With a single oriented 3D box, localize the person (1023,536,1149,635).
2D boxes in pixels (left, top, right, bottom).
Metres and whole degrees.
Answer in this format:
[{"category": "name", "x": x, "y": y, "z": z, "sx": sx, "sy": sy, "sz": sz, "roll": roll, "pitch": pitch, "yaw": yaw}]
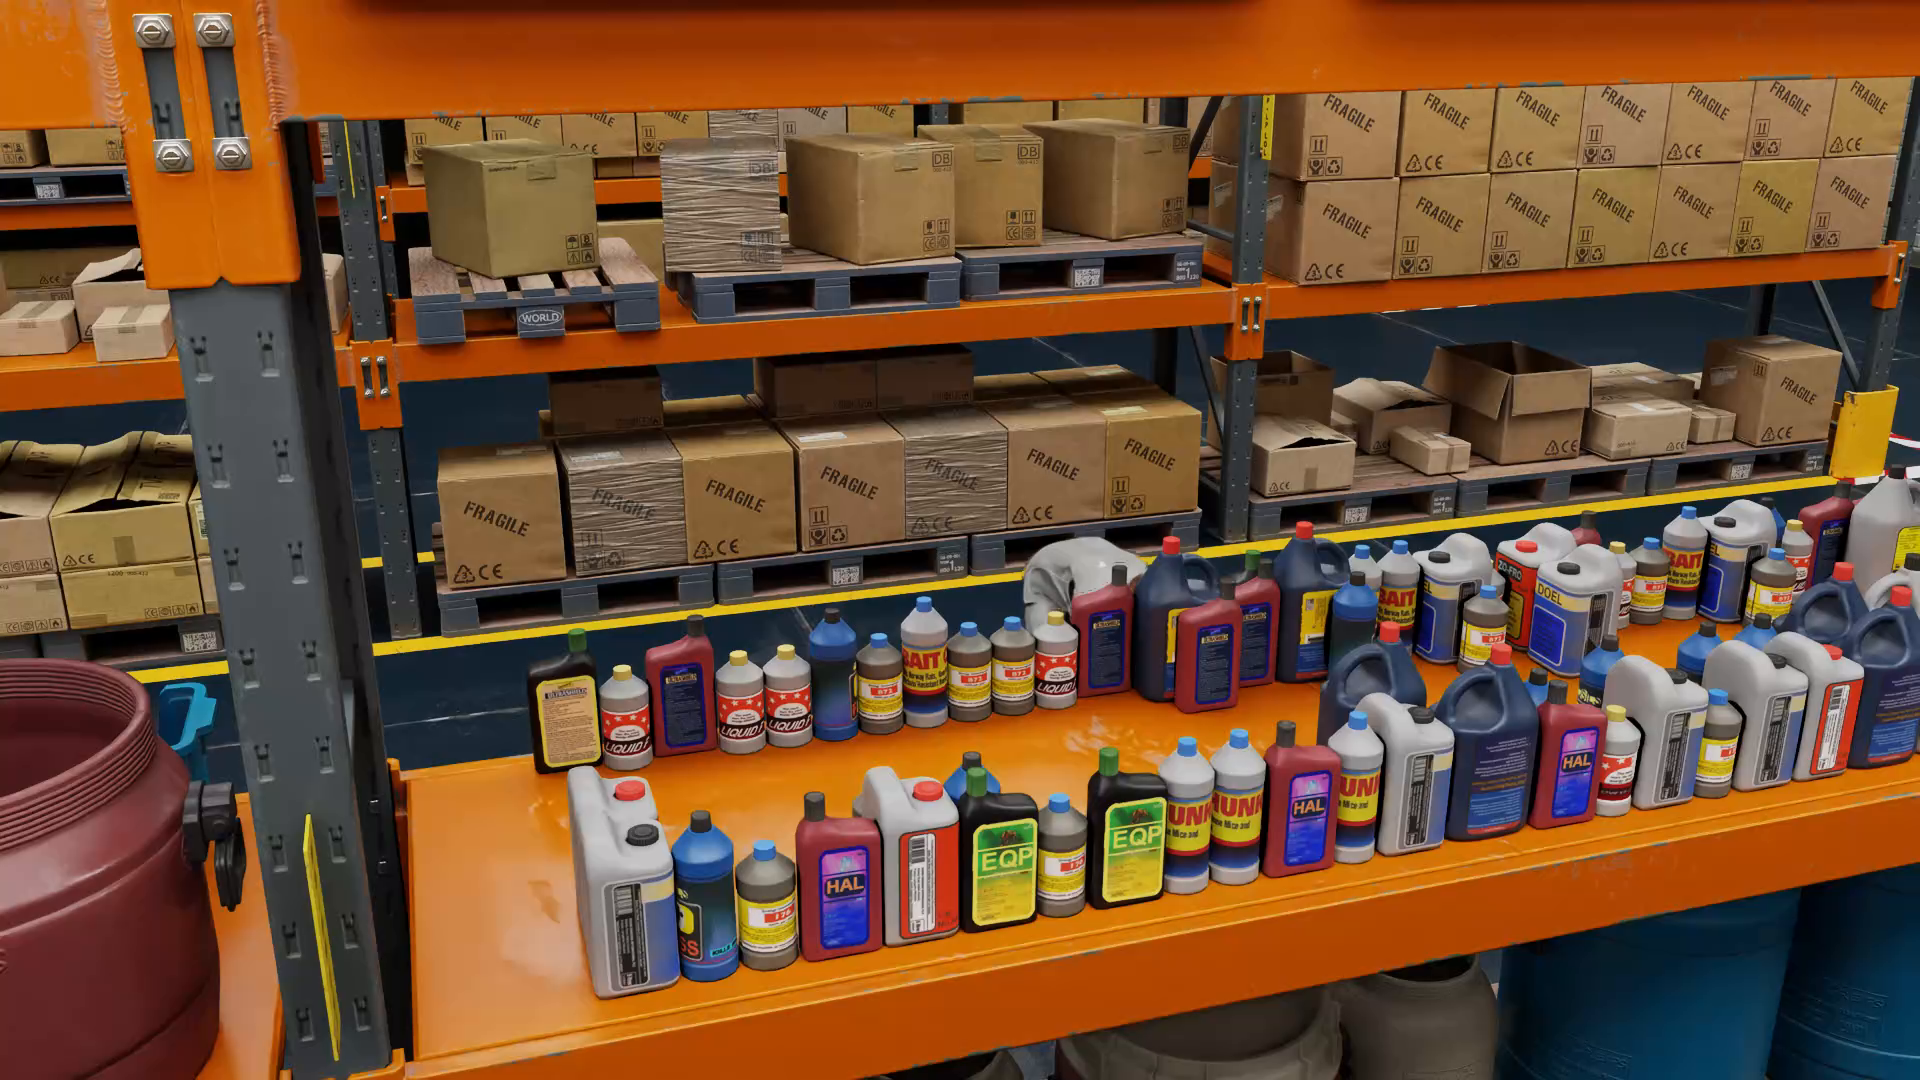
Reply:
[{"category": "person", "x": 0.500, "y": 0.457, "z": 5.784, "sx": 0.421, "sy": 0.938, "sz": 0.863, "roll": -7, "pitch": 21, "yaw": -20}]
